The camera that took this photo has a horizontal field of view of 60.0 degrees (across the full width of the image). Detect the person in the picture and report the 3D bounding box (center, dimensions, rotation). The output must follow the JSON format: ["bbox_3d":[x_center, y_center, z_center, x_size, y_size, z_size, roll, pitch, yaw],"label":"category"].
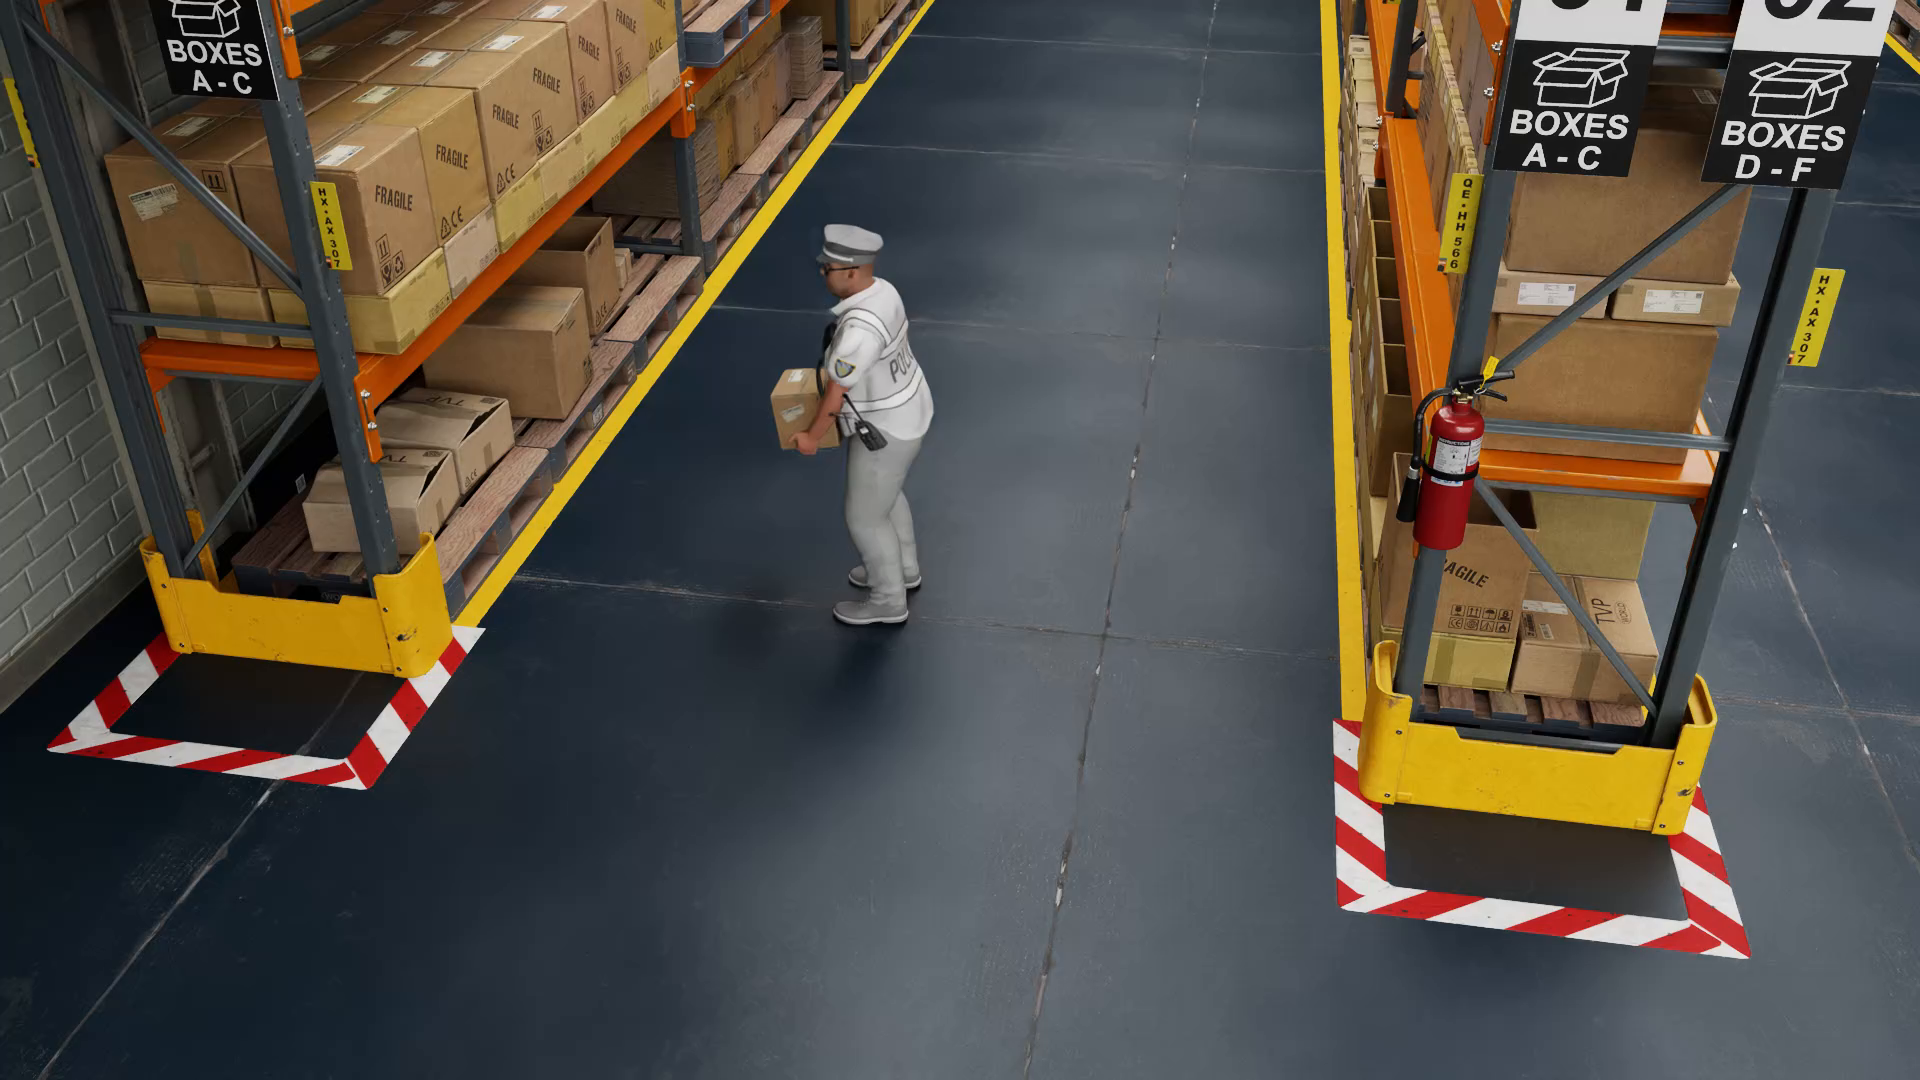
[{"bbox_3d":[-0.412,-0.467,6.883,0.589,1.750,0.487,5,32,7],"label":"person"}]
